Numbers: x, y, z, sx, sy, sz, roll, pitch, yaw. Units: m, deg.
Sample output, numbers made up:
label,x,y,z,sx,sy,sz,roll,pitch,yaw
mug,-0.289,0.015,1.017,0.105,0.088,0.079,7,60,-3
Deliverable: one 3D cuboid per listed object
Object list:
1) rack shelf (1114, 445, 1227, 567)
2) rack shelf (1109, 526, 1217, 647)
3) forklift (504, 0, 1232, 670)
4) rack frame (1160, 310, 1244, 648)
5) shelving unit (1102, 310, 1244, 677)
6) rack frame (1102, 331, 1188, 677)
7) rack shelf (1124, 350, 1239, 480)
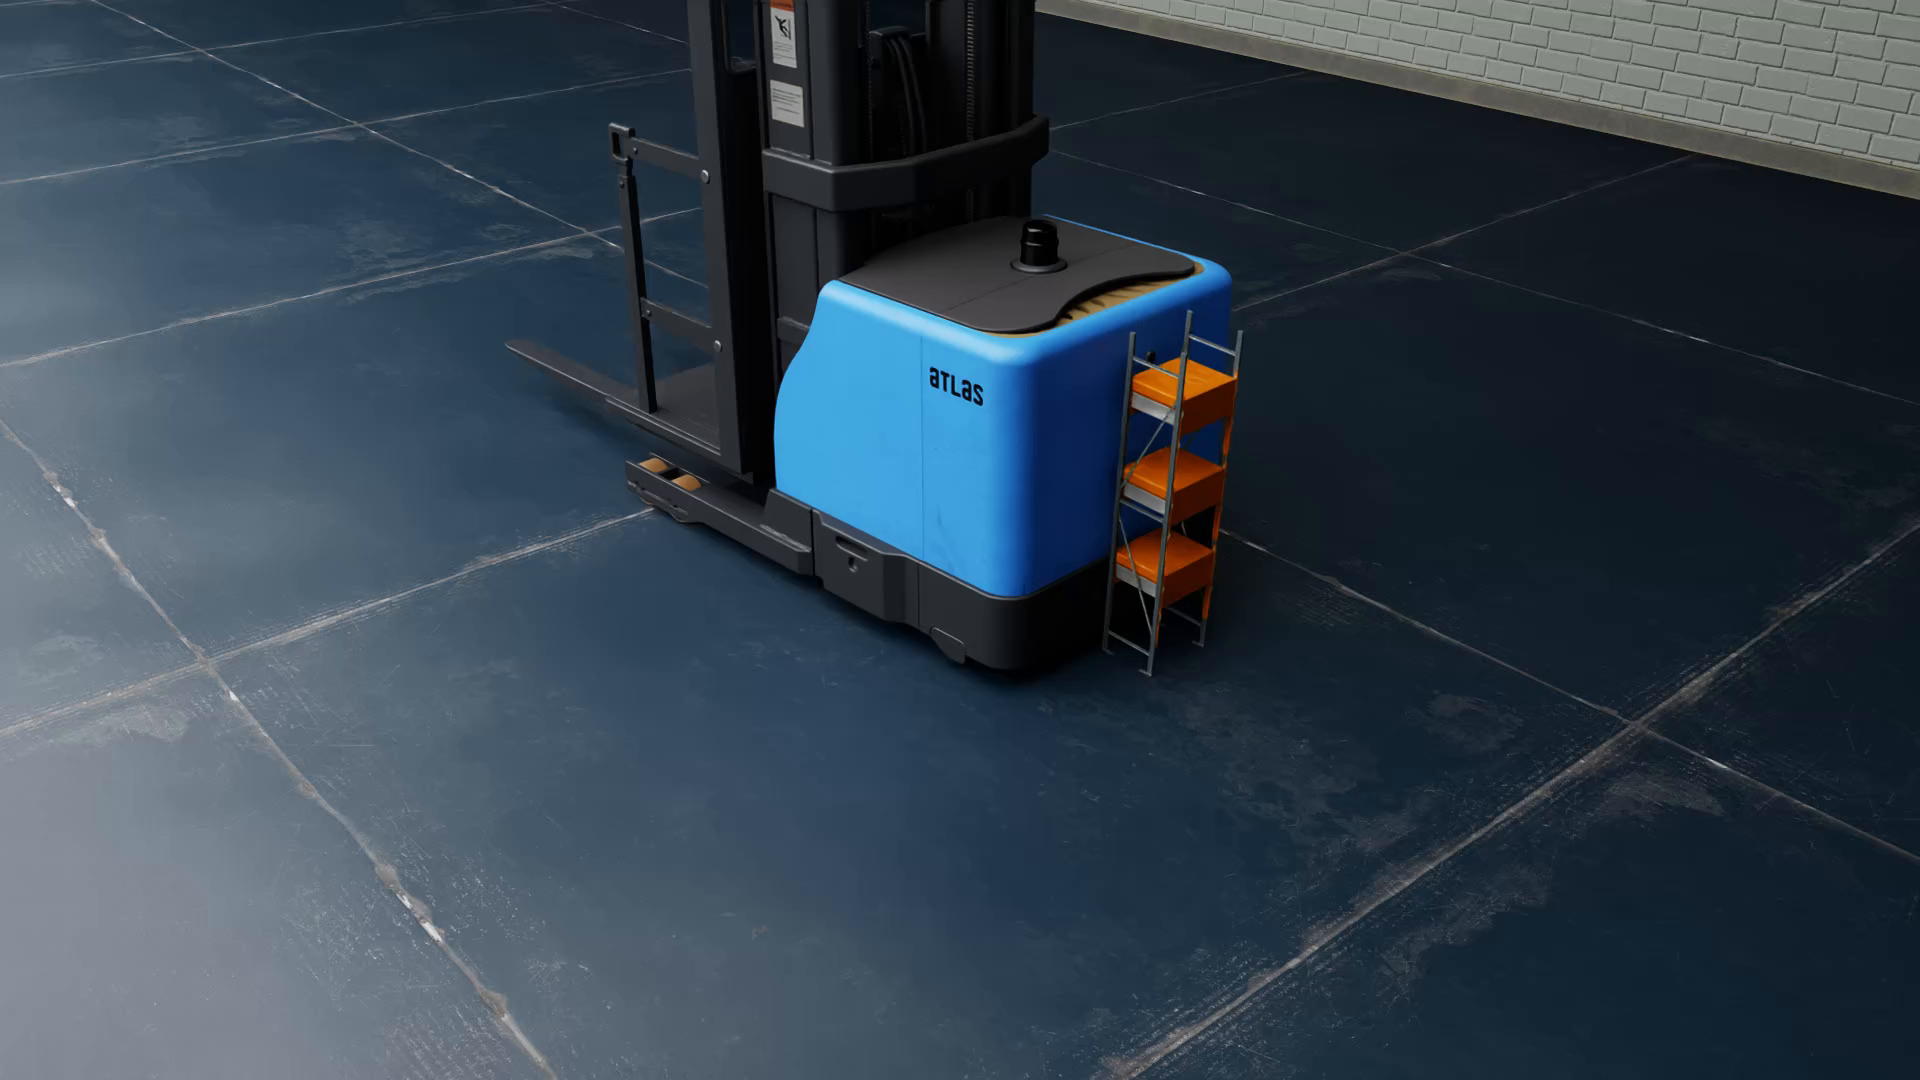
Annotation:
label,x,y,z,sx,sy,sz,roll,pitch,yaw
rack shelf,0.611,-0.112,4.857,0.240,0.259,0.215,-24,39,-37
rack shelf,0.602,0.128,4.997,0.240,0.259,0.215,-24,39,-37
forklift,-0.555,-1.505,5.457,1.130,2.935,3.031,-25,37,-39
rack frame,0.700,-0.161,4.926,0.008,1.050,0.200,-24,39,-37
shelving unit,0.611,-0.121,4.852,0.252,1.050,0.215,-24,39,-37
rack frame,0.522,-0.082,4.778,0.008,1.050,0.200,-24,39,-37
rack shelf,0.620,-0.357,4.715,0.240,0.259,0.215,-24,39,-37
